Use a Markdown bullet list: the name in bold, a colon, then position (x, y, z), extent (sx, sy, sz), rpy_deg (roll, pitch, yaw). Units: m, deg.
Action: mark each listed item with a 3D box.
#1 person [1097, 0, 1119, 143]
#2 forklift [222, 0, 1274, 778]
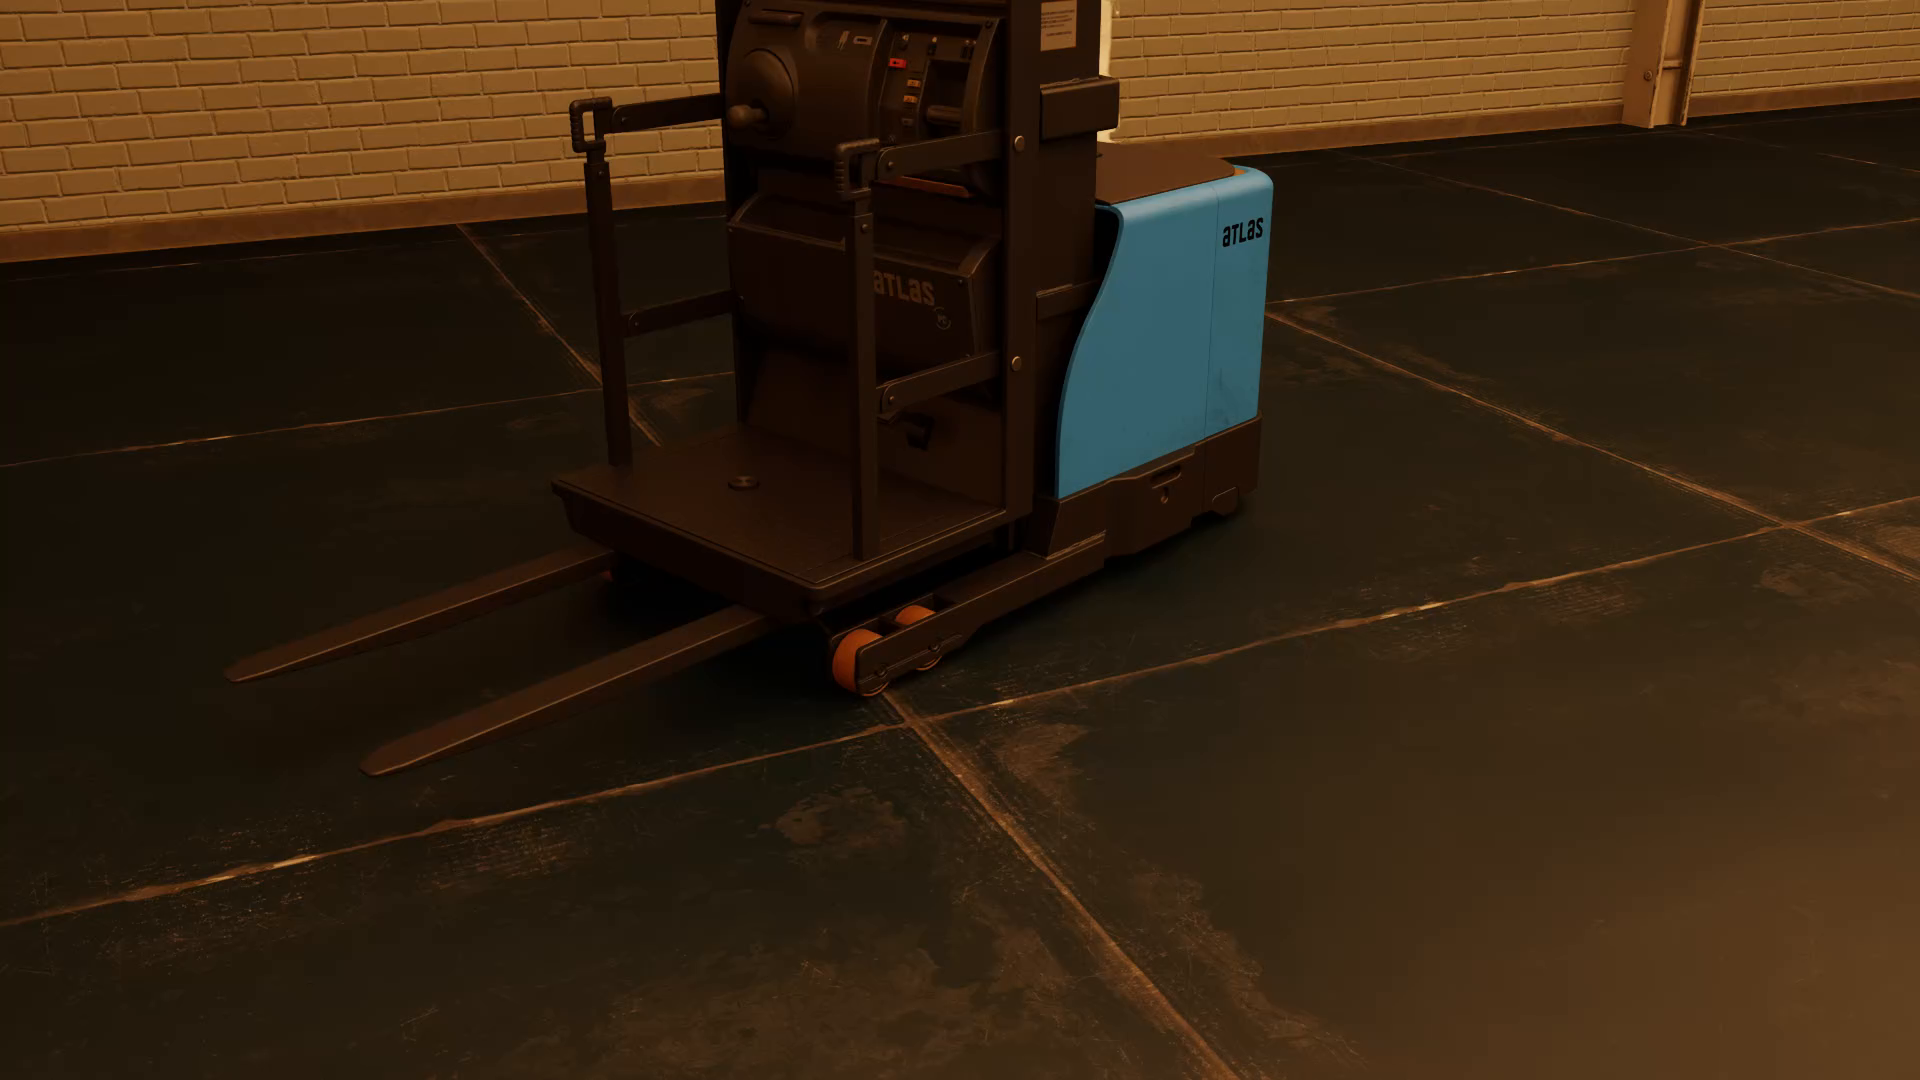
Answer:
- **person**: position (0.580, -2.100, 7.839), extent (0.386, 1.782, 0.548), rpy_deg (0, 23, 0)
- **forklift**: position (-0.413, -1.182, 4.131), extent (1.130, 2.935, 3.031), rpy_deg (19, 29, 39)
